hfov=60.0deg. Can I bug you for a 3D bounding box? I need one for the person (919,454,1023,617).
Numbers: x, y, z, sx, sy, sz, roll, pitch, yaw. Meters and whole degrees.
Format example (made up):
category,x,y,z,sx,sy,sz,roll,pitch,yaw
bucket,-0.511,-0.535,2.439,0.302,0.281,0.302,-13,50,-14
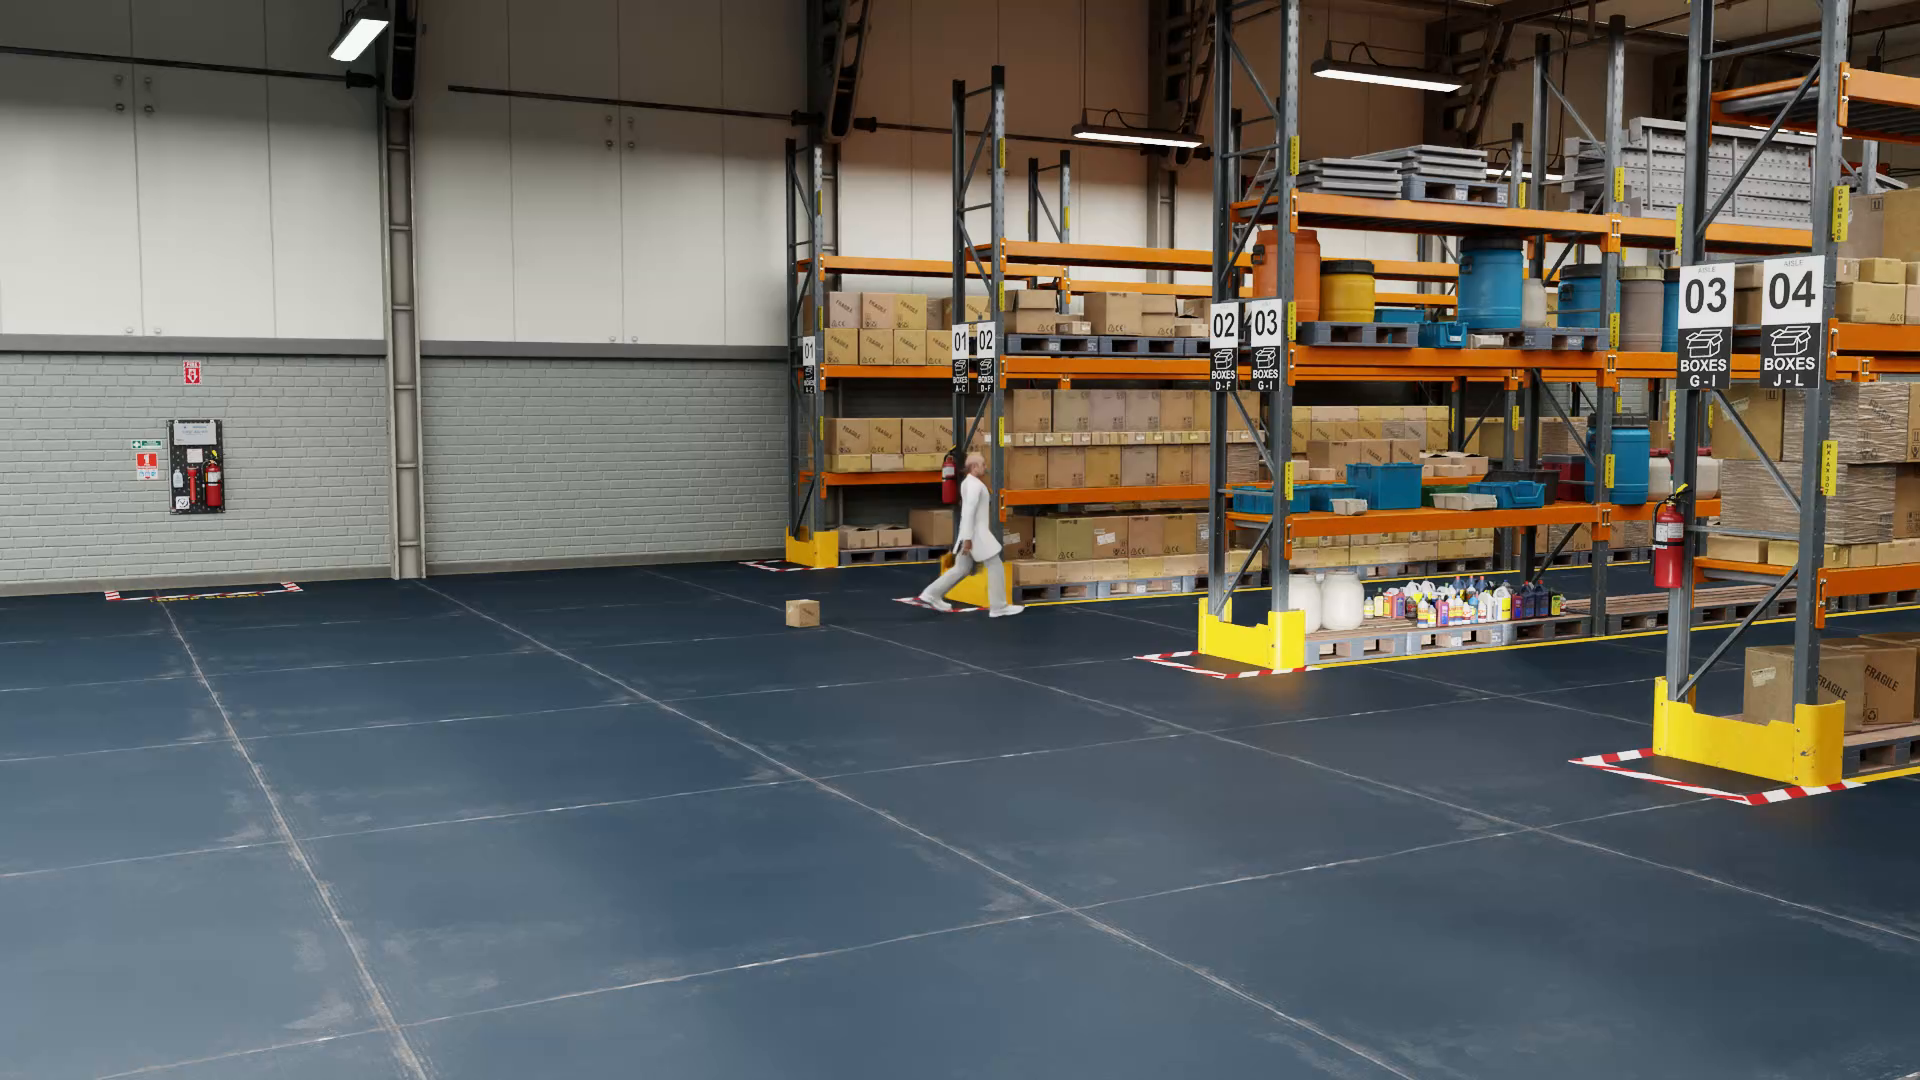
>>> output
category,x,y,z,sx,sy,sz,roll,pitch,yaw
person,0.121,-0.047,17.732,1.110,1.733,0.583,-1,5,-13
